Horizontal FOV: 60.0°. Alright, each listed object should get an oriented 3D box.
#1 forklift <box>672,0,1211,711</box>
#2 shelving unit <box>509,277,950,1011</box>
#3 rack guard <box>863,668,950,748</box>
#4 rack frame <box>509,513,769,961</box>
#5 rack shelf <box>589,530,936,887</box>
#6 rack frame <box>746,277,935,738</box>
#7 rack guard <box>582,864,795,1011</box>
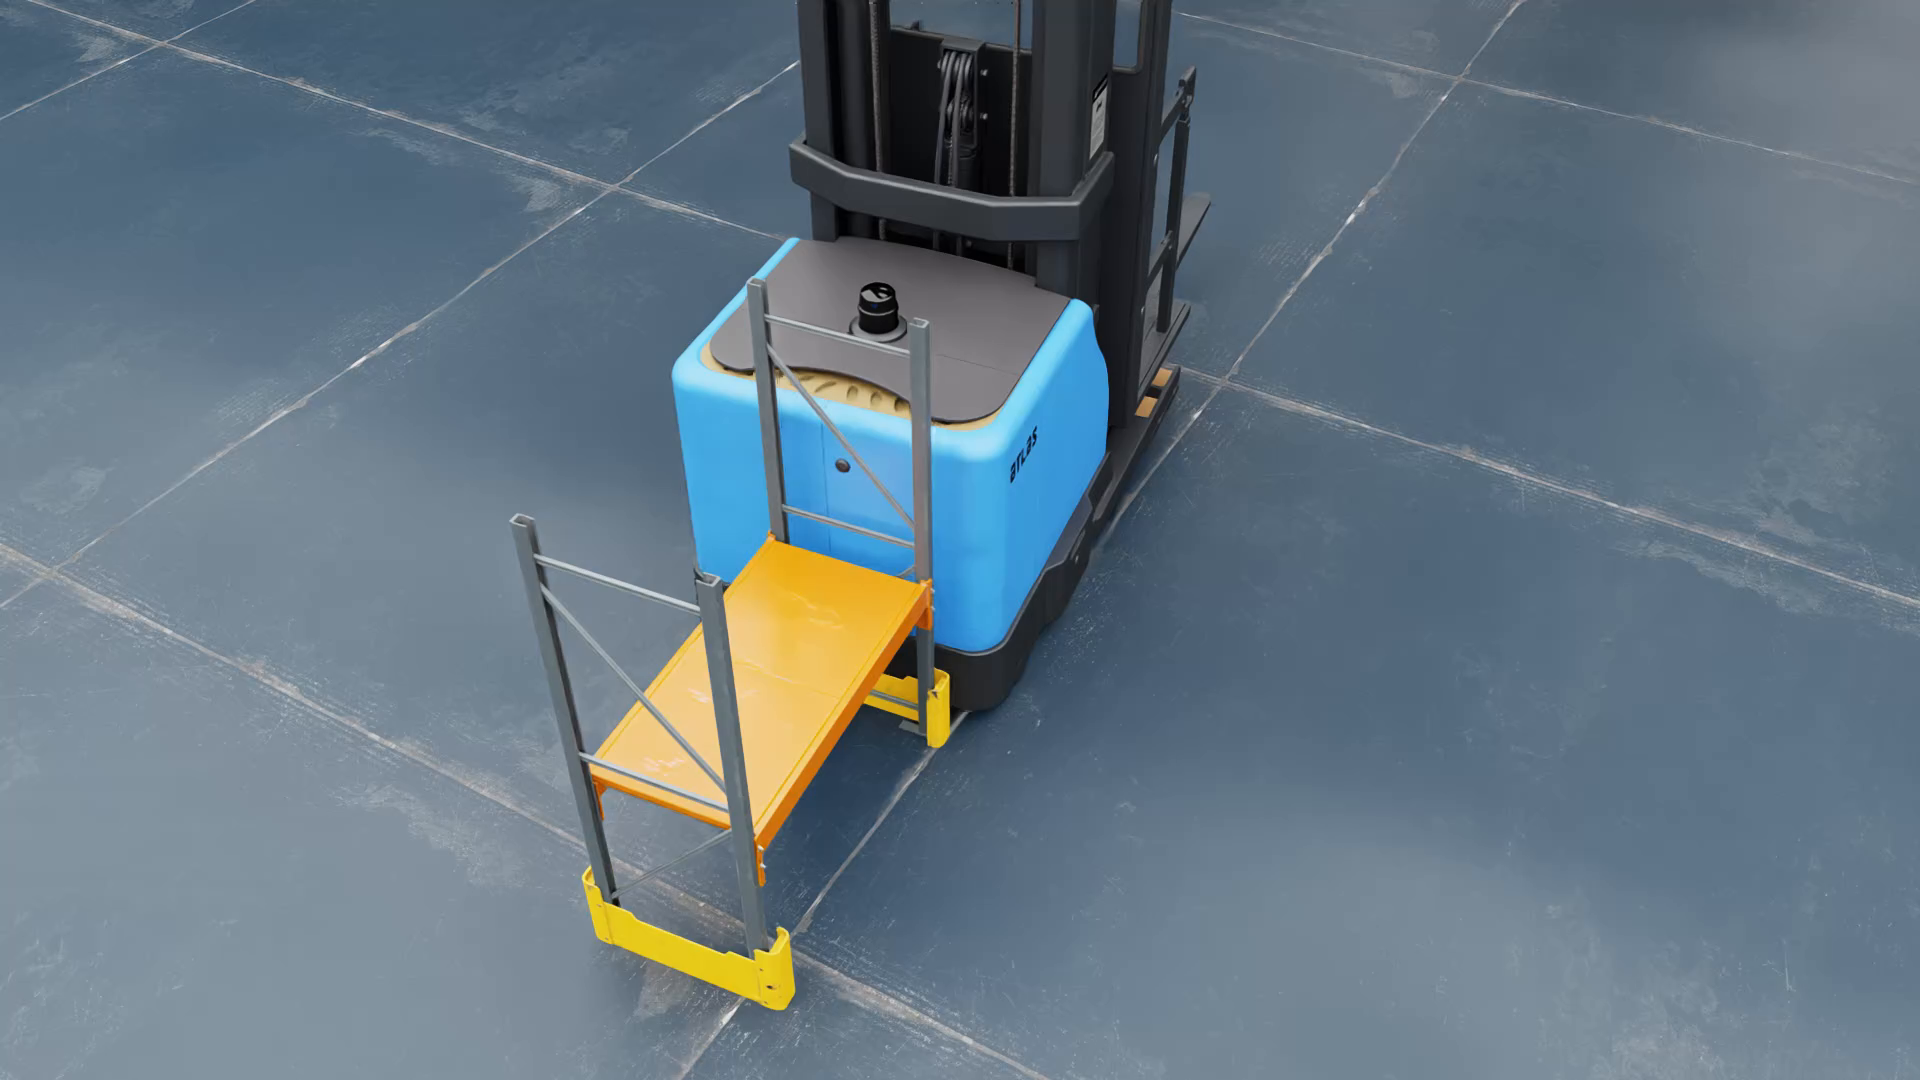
[{"bbox_3d":[0.187,-1.563,5.307,1.130,2.935,3.031,15,44,16],"label":"forklift"},{"bbox_3d":[-0.512,0.269,4.310,0.587,1.500,1.083,16,44,18],"label":"shelving unit"},{"bbox_3d":[-0.310,0.437,5.064,0.587,0.250,0.087,16,44,18],"label":"rack guard"},{"bbox_3d":[-0.722,0.582,3.955,0.500,1.500,0.032,16,44,18],"label":"rack frame"},{"bbox_3d":[-0.515,0.409,4.422,0.538,0.185,1.000,16,44,18],"label":"rack shelf"},{"bbox_3d":[-0.309,-0.033,4.652,0.500,1.500,0.032,16,44,18],"label":"rack frame"},{"bbox_3d":[-0.714,1.039,4.381,0.587,0.250,0.087,16,44,18],"label":"rack guard"}]
